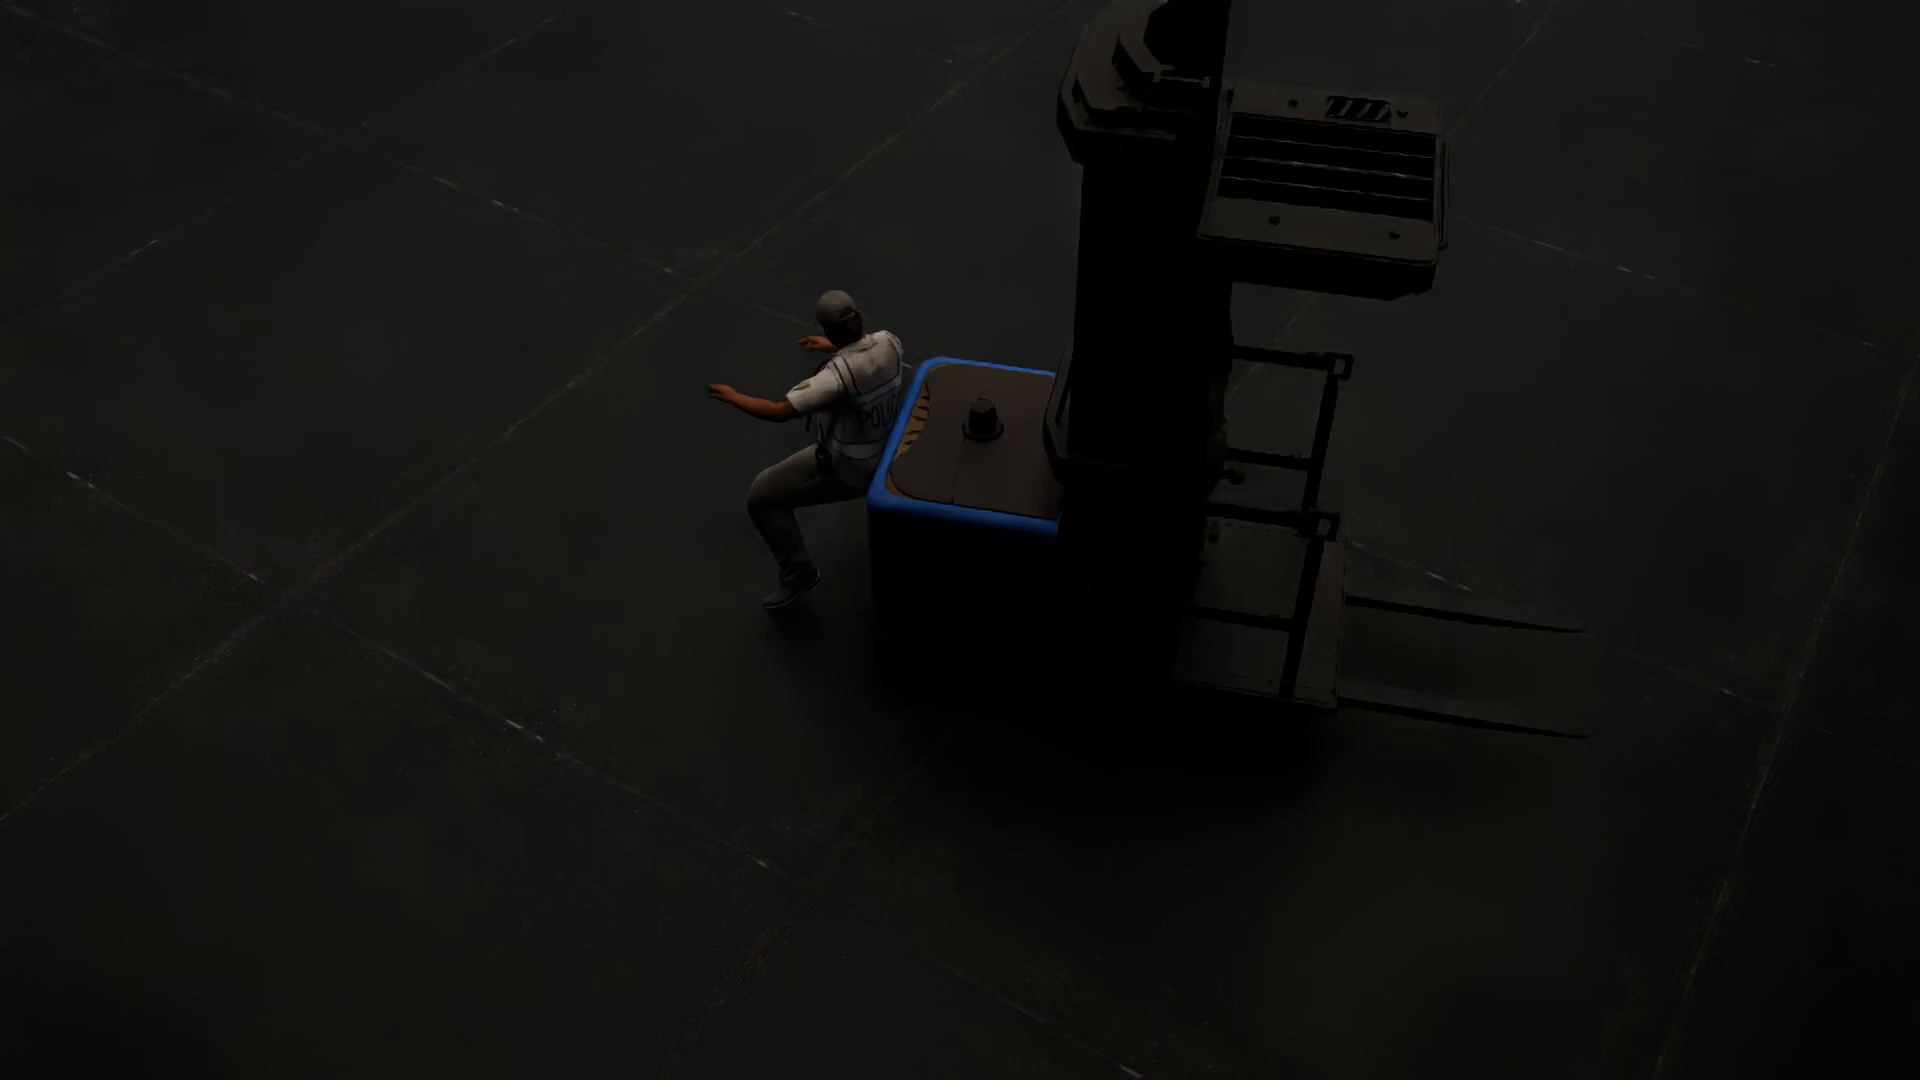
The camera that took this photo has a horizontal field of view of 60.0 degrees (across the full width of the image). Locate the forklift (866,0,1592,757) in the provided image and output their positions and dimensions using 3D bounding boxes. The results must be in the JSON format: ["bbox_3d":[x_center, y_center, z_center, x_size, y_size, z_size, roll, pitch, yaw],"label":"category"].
[{"bbox_3d":[1.183,-0.553,6.432,3.031,2.935,1.130,9,44,9],"label":"forklift"}]

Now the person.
[{"bbox_3d":[-0.558,-0.501,7.415,0.683,1.434,1.113,33,52,30],"label":"person"}]
